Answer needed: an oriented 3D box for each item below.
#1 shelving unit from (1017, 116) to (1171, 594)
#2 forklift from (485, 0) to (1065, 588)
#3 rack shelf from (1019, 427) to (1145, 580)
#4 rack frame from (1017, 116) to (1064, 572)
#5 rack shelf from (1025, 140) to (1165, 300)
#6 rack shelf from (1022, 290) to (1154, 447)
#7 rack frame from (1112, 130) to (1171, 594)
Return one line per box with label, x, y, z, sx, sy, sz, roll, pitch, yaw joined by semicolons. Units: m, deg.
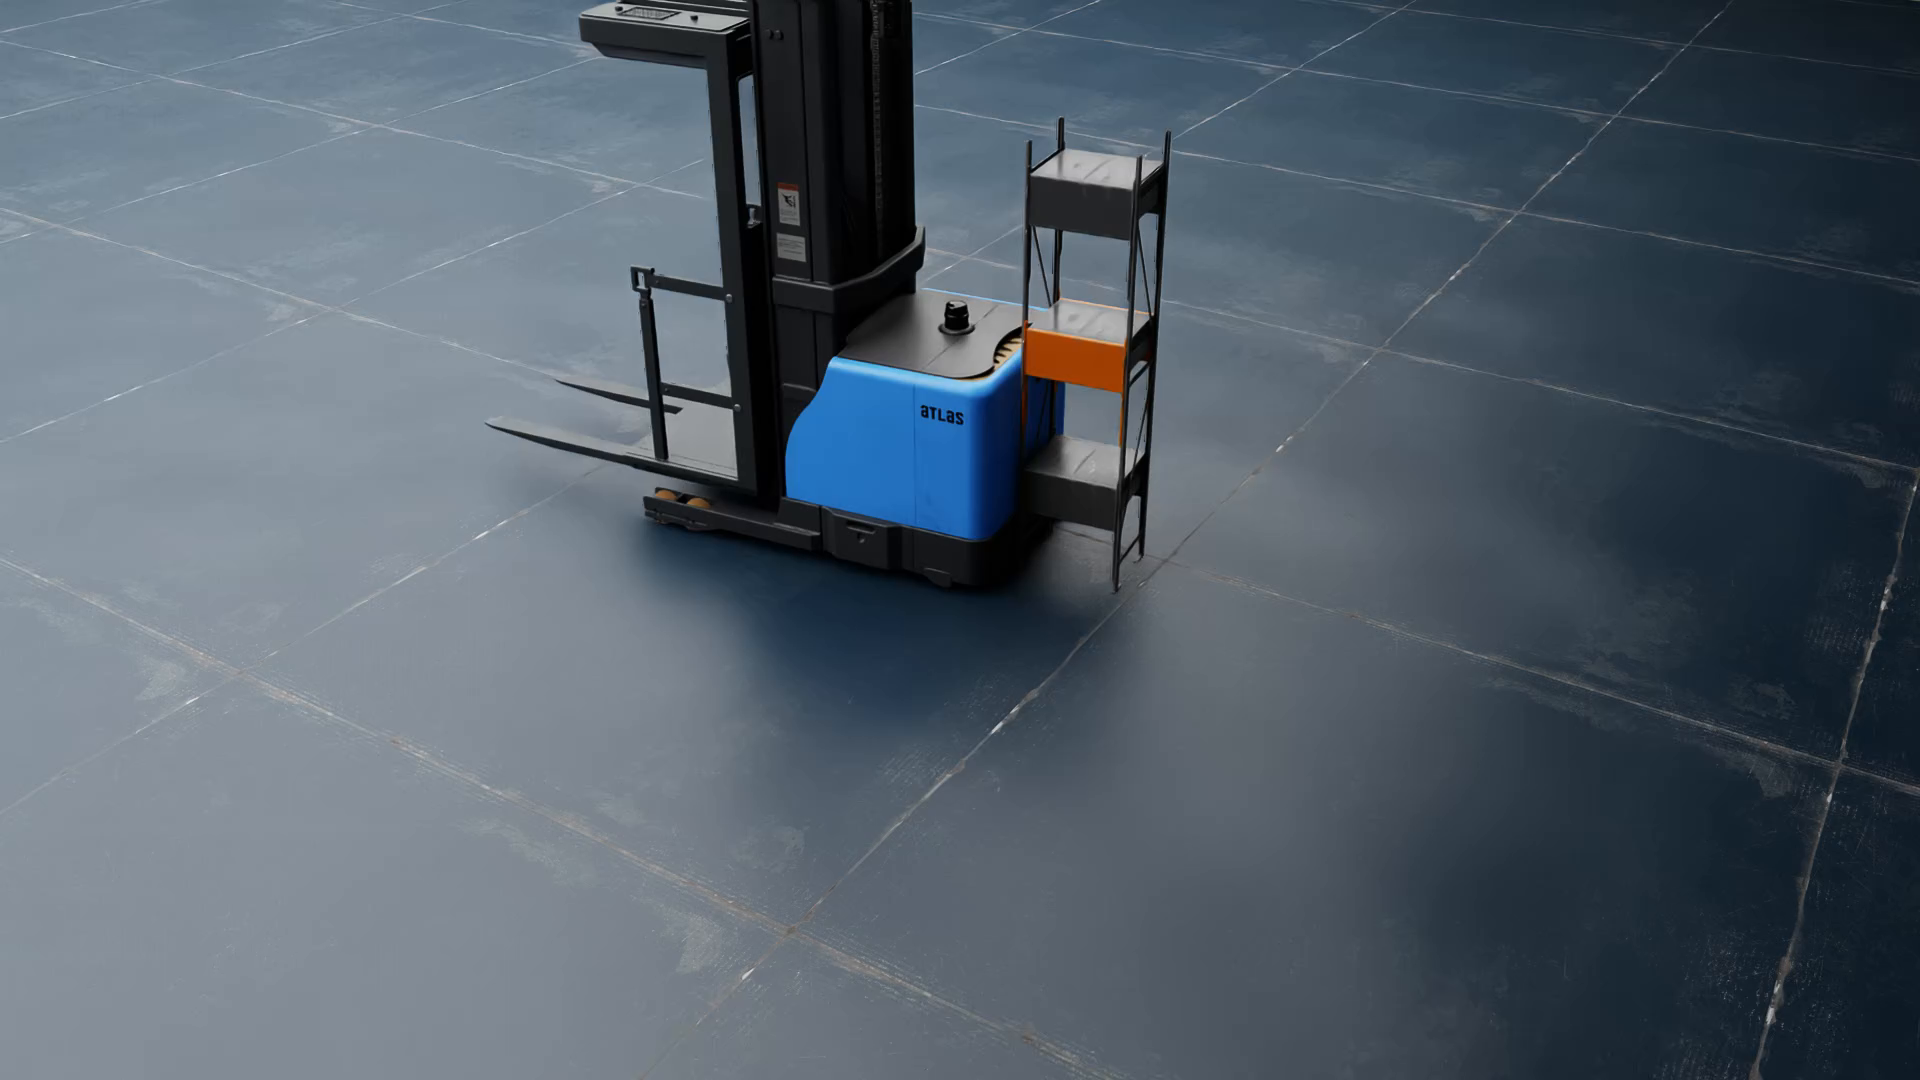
shelving unit;0.586;-0.795;7.529;0.503;2.100;0.431;13;33;21
forklift;-1.028;-1.532;7.968;3.031;2.935;1.130;13;33;21
rack shelf;0.586;-0.179;7.889;0.480;0.518;0.431;13;33;21
rack frame;0.364;-0.847;7.618;0.015;2.100;0.400;13;33;21
rack shelf;0.586;-1.388;7.183;0.480;0.518;0.431;13;33;21
rack shelf;0.586;-0.783;7.536;0.480;0.518;0.431;13;33;21
rack frame;0.807;-0.743;7.440;0.015;2.100;0.400;13;33;21
